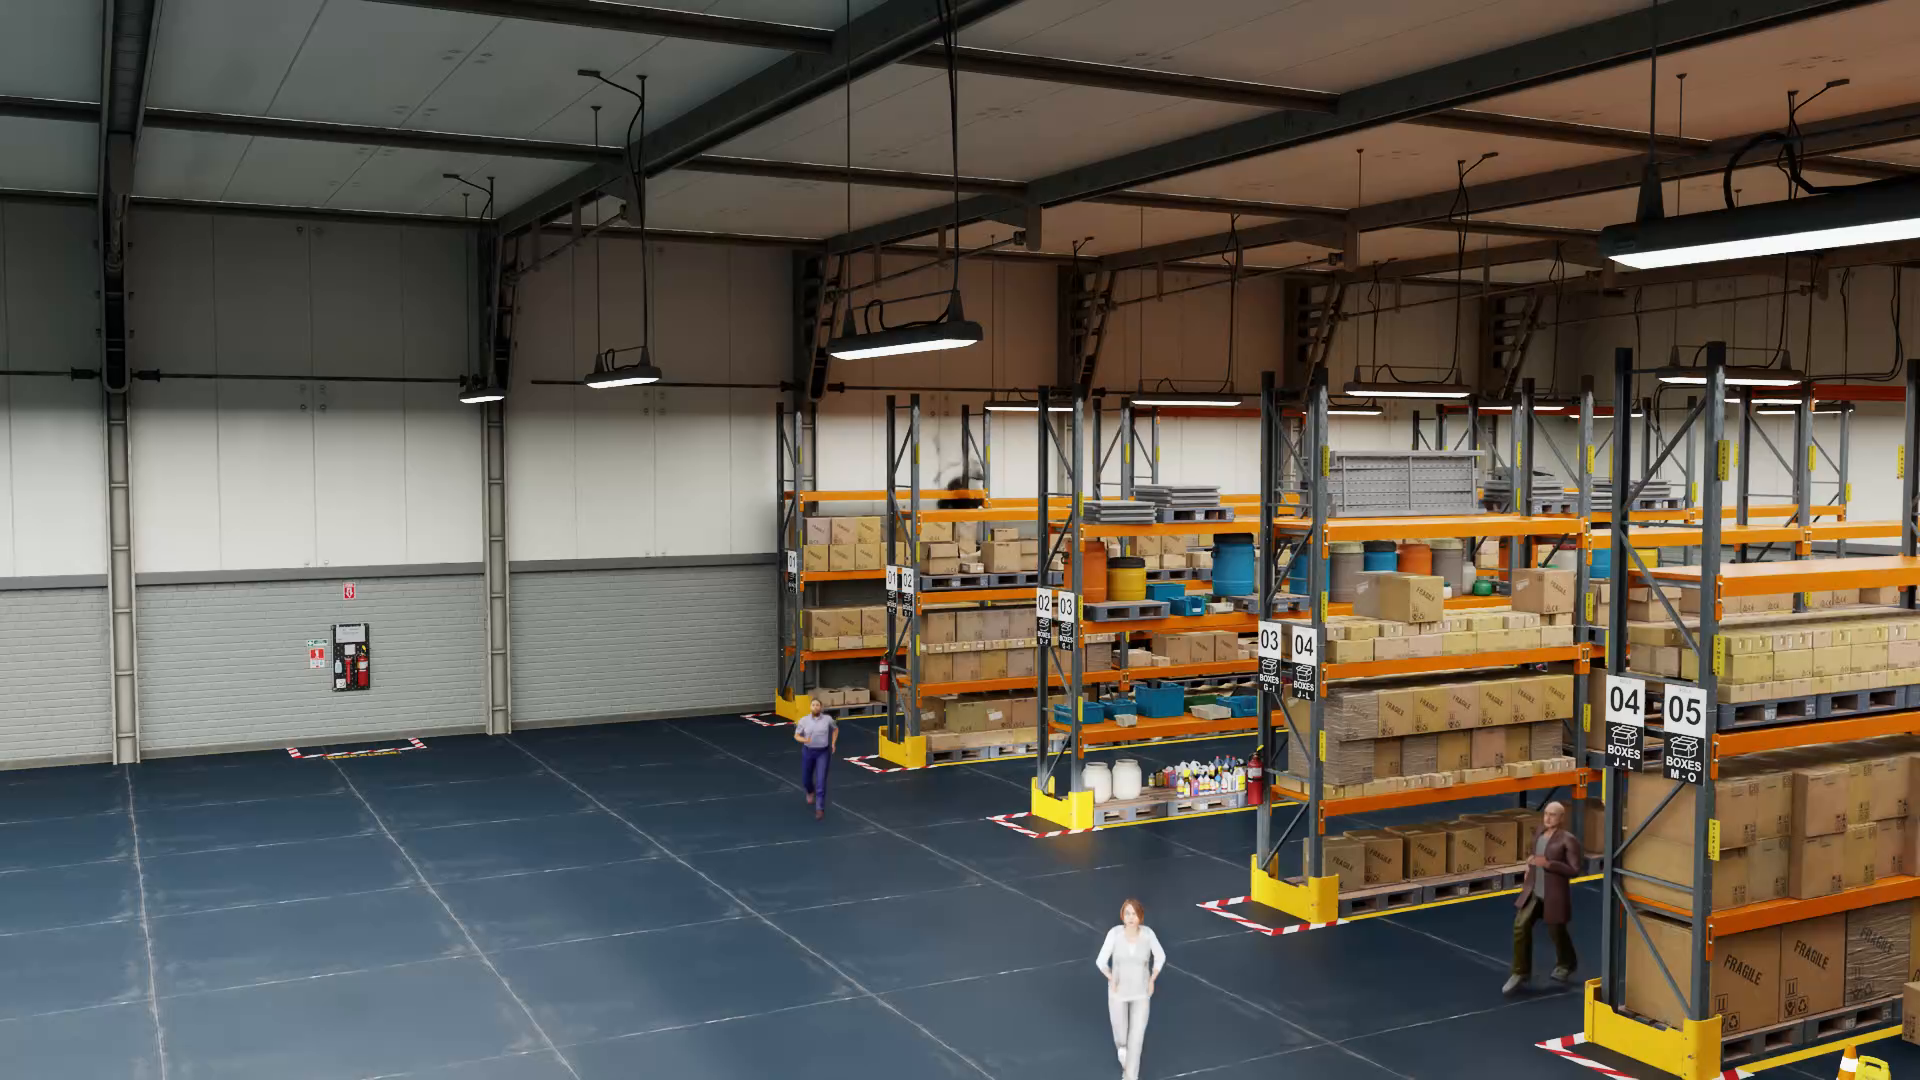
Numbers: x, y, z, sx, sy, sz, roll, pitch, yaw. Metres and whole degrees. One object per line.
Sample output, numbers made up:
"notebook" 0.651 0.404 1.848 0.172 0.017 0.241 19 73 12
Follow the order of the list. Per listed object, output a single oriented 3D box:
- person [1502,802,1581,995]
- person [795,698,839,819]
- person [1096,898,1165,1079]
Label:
"person" 5.583 3.366 15.728 0.918 1.805 0.691 -2 4 -37
"person" -2.027 3.038 23.342 0.587 1.611 0.887 0 3 -2
"person" 1.355 3.724 13.199 0.550 1.342 0.814 0 3 5
